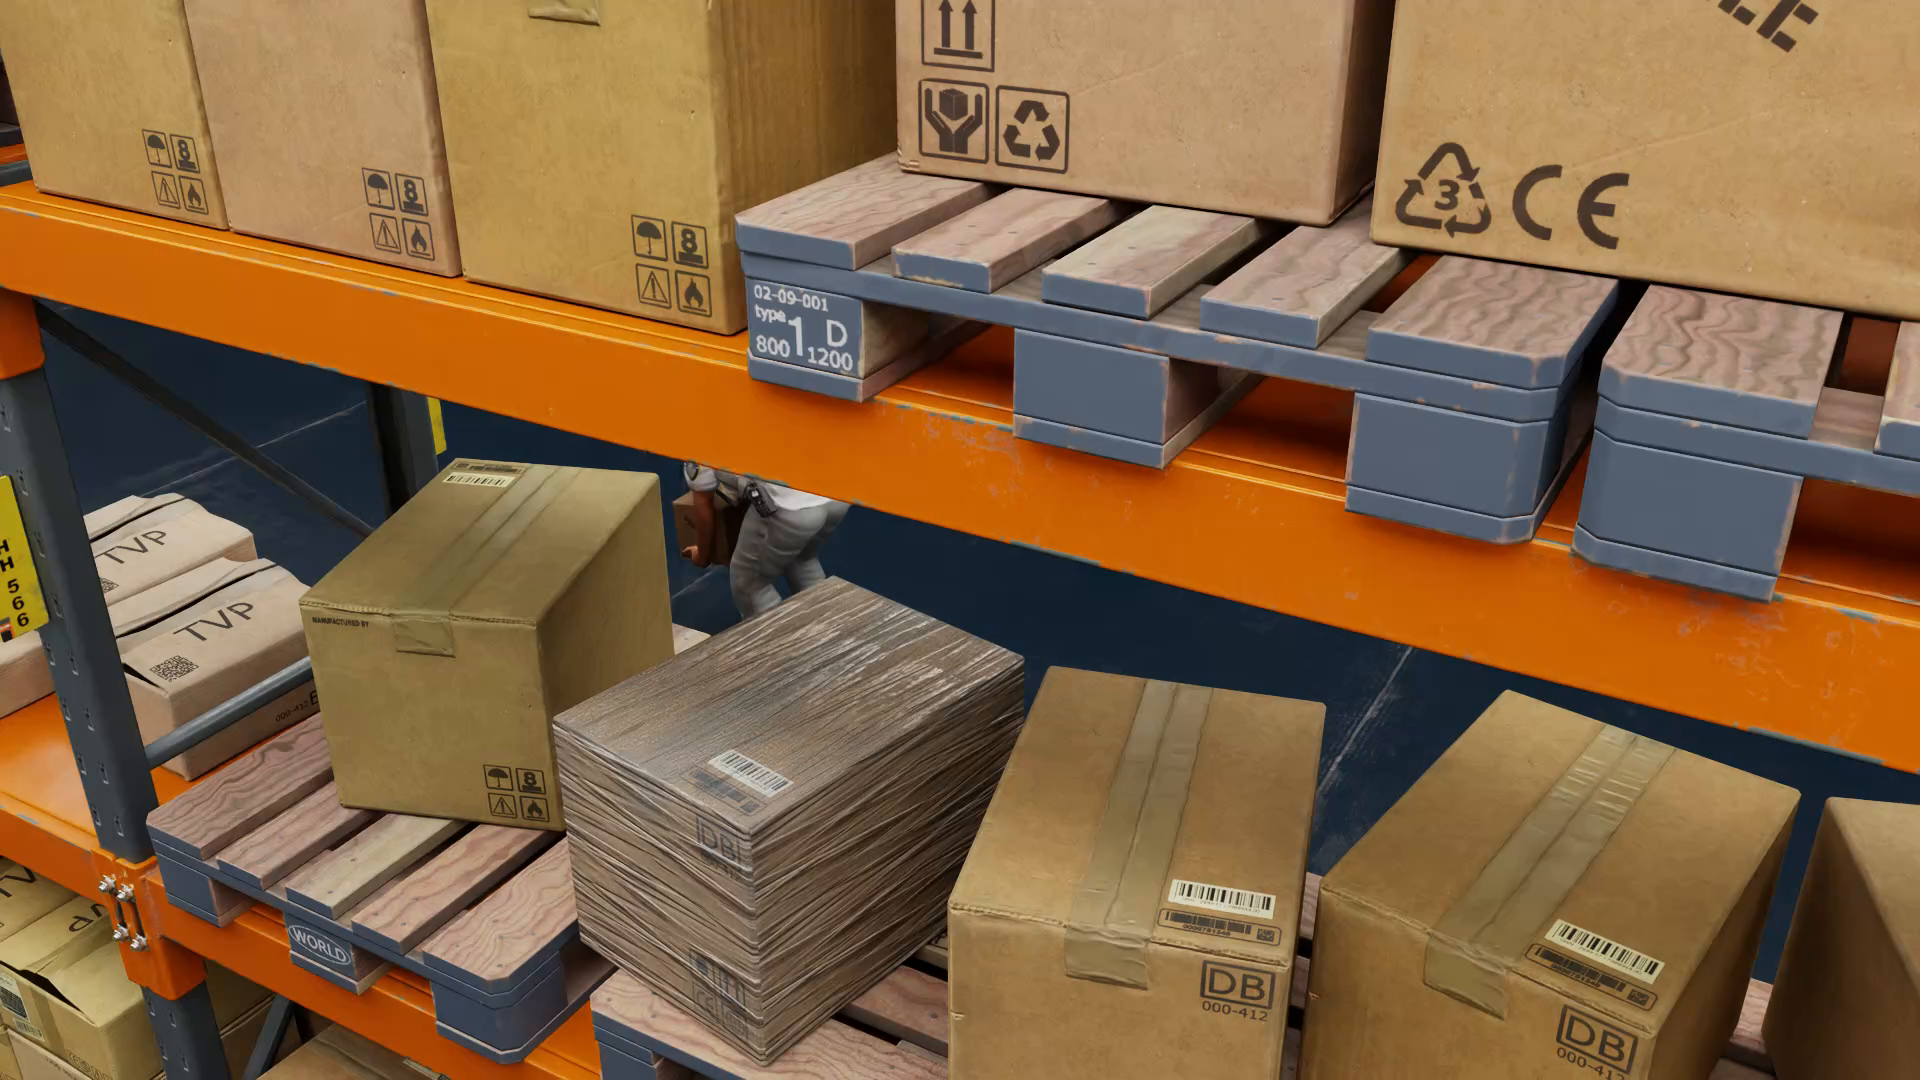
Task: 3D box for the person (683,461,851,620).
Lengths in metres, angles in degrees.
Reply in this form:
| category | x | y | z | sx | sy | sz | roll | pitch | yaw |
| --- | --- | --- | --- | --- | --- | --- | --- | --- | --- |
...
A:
| category | x | y | z | sx | sy | sz | roll | pitch | yaw |
| --- | --- | --- | --- | --- | --- | --- | --- | --- | --- |
| person | -0.846 | -0.071 | 6.644 | 0.874 | 1.323 | 0.460 | 14 | 30 | 25 |
